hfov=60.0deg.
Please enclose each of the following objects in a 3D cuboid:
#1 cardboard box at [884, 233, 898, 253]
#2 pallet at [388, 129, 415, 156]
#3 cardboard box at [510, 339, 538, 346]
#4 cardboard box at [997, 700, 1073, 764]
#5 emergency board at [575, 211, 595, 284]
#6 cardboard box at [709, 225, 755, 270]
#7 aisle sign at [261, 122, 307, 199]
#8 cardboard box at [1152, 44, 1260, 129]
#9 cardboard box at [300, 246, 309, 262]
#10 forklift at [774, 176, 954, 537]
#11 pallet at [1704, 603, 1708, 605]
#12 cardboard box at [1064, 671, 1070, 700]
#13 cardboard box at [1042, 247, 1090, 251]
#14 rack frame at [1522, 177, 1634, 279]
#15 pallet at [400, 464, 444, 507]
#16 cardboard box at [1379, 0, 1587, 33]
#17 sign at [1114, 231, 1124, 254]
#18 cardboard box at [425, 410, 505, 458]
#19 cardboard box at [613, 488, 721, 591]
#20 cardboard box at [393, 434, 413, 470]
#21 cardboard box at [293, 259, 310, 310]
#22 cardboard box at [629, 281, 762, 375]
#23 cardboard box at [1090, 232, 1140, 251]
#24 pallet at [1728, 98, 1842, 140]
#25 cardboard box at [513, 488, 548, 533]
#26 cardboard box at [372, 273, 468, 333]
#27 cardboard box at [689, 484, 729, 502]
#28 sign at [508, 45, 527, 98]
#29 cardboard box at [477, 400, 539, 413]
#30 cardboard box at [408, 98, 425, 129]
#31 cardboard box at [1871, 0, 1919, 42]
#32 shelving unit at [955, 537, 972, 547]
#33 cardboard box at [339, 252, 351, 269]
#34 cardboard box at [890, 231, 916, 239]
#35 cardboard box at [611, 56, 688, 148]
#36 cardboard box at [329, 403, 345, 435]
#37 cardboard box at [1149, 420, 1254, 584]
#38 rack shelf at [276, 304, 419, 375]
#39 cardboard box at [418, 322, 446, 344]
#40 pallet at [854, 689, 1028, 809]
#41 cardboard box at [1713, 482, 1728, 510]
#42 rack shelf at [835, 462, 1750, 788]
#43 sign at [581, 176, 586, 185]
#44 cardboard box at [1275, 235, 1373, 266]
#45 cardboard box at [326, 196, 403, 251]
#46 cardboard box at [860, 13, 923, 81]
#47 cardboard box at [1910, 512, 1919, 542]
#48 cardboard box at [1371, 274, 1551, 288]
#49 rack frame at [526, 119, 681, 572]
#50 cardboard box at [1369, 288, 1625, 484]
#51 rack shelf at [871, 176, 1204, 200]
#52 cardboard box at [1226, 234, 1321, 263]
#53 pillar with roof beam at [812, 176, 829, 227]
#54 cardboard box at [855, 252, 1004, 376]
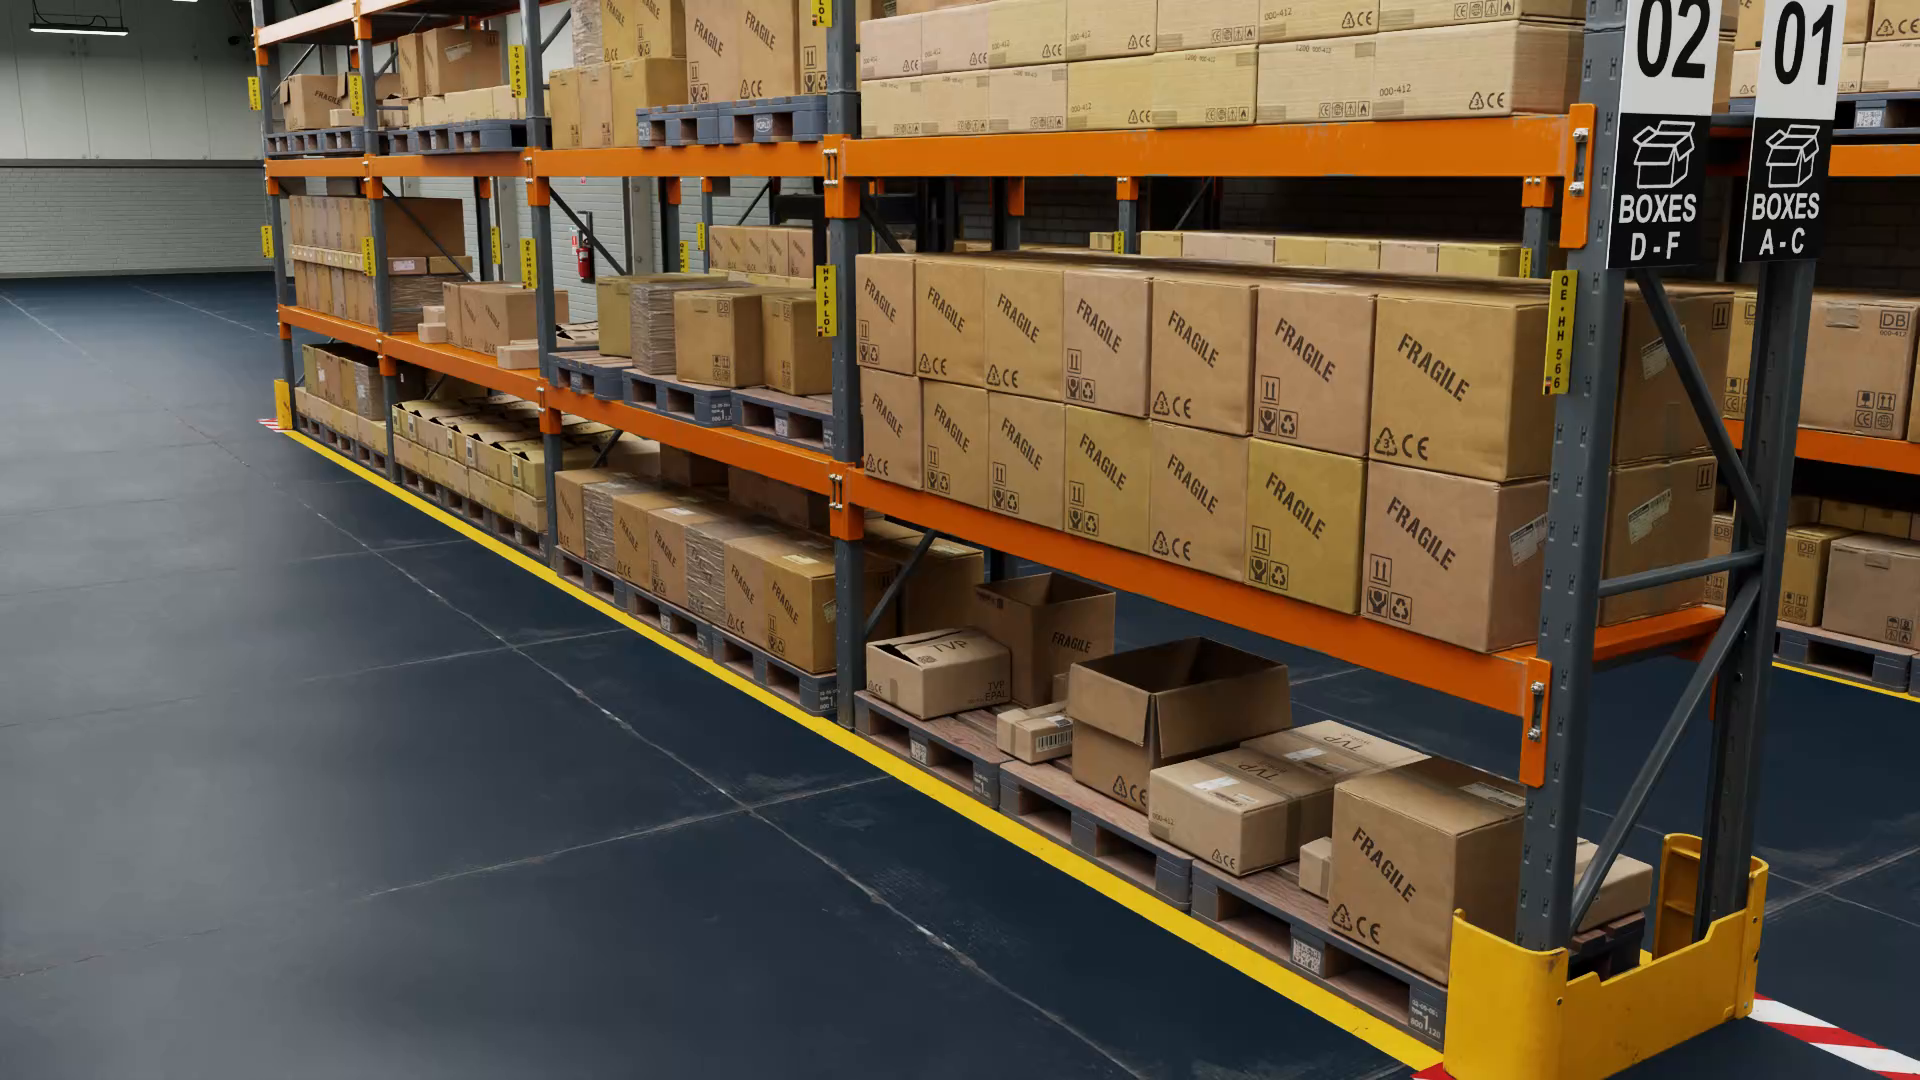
[{"bbox_3d":[-0.985,-2.962,17.435,0.500,0.500,0.500,-8,15,-33],"label":"cardboard box"},{"bbox_3d":[-4.088,-3.241,13.589,0.805,0.209,1.217,-9,15,-35],"label":"pallet"},{"bbox_3d":[-3.125,-1.411,12.380,0.380,0.149,0.250,-7,14,-29],"label":"cardboard box"},{"bbox_3d":[0.385,0.820,7.192,0.380,0.166,0.250,-8,15,-33],"label":"cardboard box"},{"bbox_3d":[-6.236,-4.812,27.346,0.194,1.169,0.643,-8,15,-33],"label":"emergency board"},{"bbox_3d":[-2.668,-3.506,19.920,0.500,0.500,0.500,-8,15,-33],"label":"cardboard box"},{"bbox_3d":[-7.095,-3.982,17.462,0.394,0.787,0.004,-8,15,-33],"label":"aisle sign"},{"bbox_3d":[1.001,-1.520,5.623,0.500,0.250,0.500,-8,15,-33],"label":"cardboard box"},{"bbox_3d":[-6.480,-2.915,16.920,0.380,0.149,0.250,-8,15,-33],"label":"cardboard box"},{"bbox_3d":[-0.770,-1.681,13.188,1.130,2.935,3.031,-8,15,-32],"label":"forklift"},{"bbox_3d":[4.323,0.318,10.415,1.003,0.211,1.213,-8,15,-33],"label":"pallet"},{"bbox_3d":[0.812,0.698,7.414,0.500,0.311,0.500,-8,15,-33],"label":"cardboard box"},{"bbox_3d":[1.149,-2.343,14.790,0.700,0.500,0.500,-10,16,-38],"label":"cardboard box"},{"bbox_3d":[3.967,-1.189,10.778,1.000,3.000,0.127,-8,15,-33],"label":"rack frame"},{"bbox_3d":[-4.147,-0.536,14.319,1.003,0.211,1.213,-8,15,-33],"label":"pallet"},{"bbox_3d":[1.564,-1.588,4.762,0.500,0.250,0.500,-8,15,-33],"label":"cardboard box"},{"bbox_3d":[1.304,-2.361,13.614,0.100,0.325,0.005,-8,15,-33],"label":"sign"},{"bbox_3d":[-4.005,-0.876,13.487,0.500,0.311,0.500,-9,15,-35],"label":"cardboard box"},{"bbox_3d":[-1.789,-0.010,10.208,0.500,0.500,0.500,-8,15,-34],"label":"cardboard box"},{"bbox_3d":[-4.570,-0.786,14.386,0.500,0.250,0.500,-9,15,-34],"label":"cardboard box"},{"bbox_3d":[-6.556,-2.700,17.455,0.700,0.500,0.500,-8,15,-33],"label":"cardboard box"},{"bbox_3d":[-1.581,-1.283,9.993,0.700,0.500,0.500,-5,13,-22],"label":"cardboard box"},{"bbox_3d":[1.344,-2.594,14.422,0.380,0.149,0.250,-11,17,-42],"label":"cardboard box"},{"bbox_3d":[4.411,-2.464,9.796,1.003,0.211,1.213,-8,15,-33],"label":"pallet"},{"bbox_3d":[-2.866,-0.240,11.891,0.500,0.250,0.500,-8,15,-31],"label":"cardboard box"},{"bbox_3d":[-4.839,-2.152,14.946,0.700,0.500,0.500,-9,15,-34],"label":"cardboard box"},{"bbox_3d":[-1.371,-0.077,10.512,0.500,0.500,0.500,-9,15,-35],"label":"cardboard box"},{"bbox_3d":[-2.838,-3.006,10.668,0.100,0.325,0.005,-8,15,-33],"label":"sign"},{"bbox_3d":[-3.831,-1.031,14.194,0.500,0.311,0.500,-8,14,-31],"label":"cardboard box"},{"bbox_3d":[-4.254,-3.511,13.744,0.500,0.250,0.500,-6,14,-27],"label":"cardboard box"},{"bbox_3d":[4.986,-2.770,8.365,0.500,0.500,0.500,-9,15,-35],"label":"cardboard box"},{"bbox_3d":[0.116,-0.547,12.057,0.258,1.200,0.189,-8,15,-32],"label":"shelving unit"},{"bbox_3d":[-5.619,-2.640,15.658,0.380,0.149,0.250,-8,14,-31],"label":"cardboard box"},{"bbox_3d":[-0.552,-3.023,17.713,0.500,0.500,0.500,-9,15,-34],"label":"cardboard box"},{"bbox_3d":[-1.531,-2.571,9.841,0.910,0.500,0.500,-8,15,-33],"label":"cardboard box"},{"bbox_3d":[-5.862,-1.209,16.324,0.500,0.250,0.500,-8,15,-33],"label":"cardboard box"},{"bbox_3d":[1.024,-0.168,5.875,0.500,0.500,0.500,-8,15,-32],"label":"cardboard box"},{"bbox_3d":[-5.696,-2.029,16.303,1.077,0.370,4.000,-8,15,-33],"label":"rack shelf"},{"bbox_3d":[-4.267,-1.720,13.795,0.380,0.149,0.250,-8,15,-33],"label":"cardboard box"},{"bbox_3d":[0.224,0.883,7.832,1.003,0.211,1.213,-8,15,-33],"label":"pallet"},{"bbox_3d":[4.333,-0.262,9.889,0.380,0.149,0.250,-8,14,-31],"label":"cardboard box"},{"bbox_3d":[0.953,0.105,6.544,1.077,0.370,4.000,-8,15,-33],"label":"rack shelf"},{"bbox_3d":[-6.157,-5.958,27.158,0.001,0.298,0.199,-8,15,-33],"label":"sign"},{"bbox_3d":[2.654,-2.085,12.144,0.500,0.250,0.500,-8,15,-34],"label":"cardboard box"},{"bbox_3d":[-5.673,-3.053,16.032,0.700,0.500,0.500,-8,15,-33],"label":"cardboard box"},{"bbox_3d":[-0.093,-2.122,7.206,0.500,0.250,0.500,-8,15,-33],"label":"cardboard box"},{"bbox_3d":[5.386,-0.072,9.021,0.380,0.149,0.250,-8,15,-32],"label":"cardboard box"},{"bbox_3d":[1.739,-0.630,5.647,0.500,0.500,0.500,-8,15,-32],"label":"cardboard box"},{"bbox_3d":[-2.371,-1.313,11.346,1.000,3.000,0.127,-8,15,-33],"label":"rack frame"},{"bbox_3d":[1.585,-0.475,4.936,0.500,0.500,0.500,-8,15,-33],"label":"cardboard box"},{"bbox_3d":[0.642,-3.370,15.414,1.077,0.370,4.000,-8,15,-33],"label":"rack shelf"},{"bbox_3d":[2.366,-2.175,12.556,0.500,0.250,0.500,-8,15,-32],"label":"cardboard box"},{"bbox_3d":[-5.158,-5.722,17.465,9.100,9.000,0.400,-8,15,-33],"label":"pillar with roof beam"},{"bbox_3d":[-0.128,-1.022,7.440,0.500,0.500,0.500,-8,14,-31],"label":"cardboard box"}]
